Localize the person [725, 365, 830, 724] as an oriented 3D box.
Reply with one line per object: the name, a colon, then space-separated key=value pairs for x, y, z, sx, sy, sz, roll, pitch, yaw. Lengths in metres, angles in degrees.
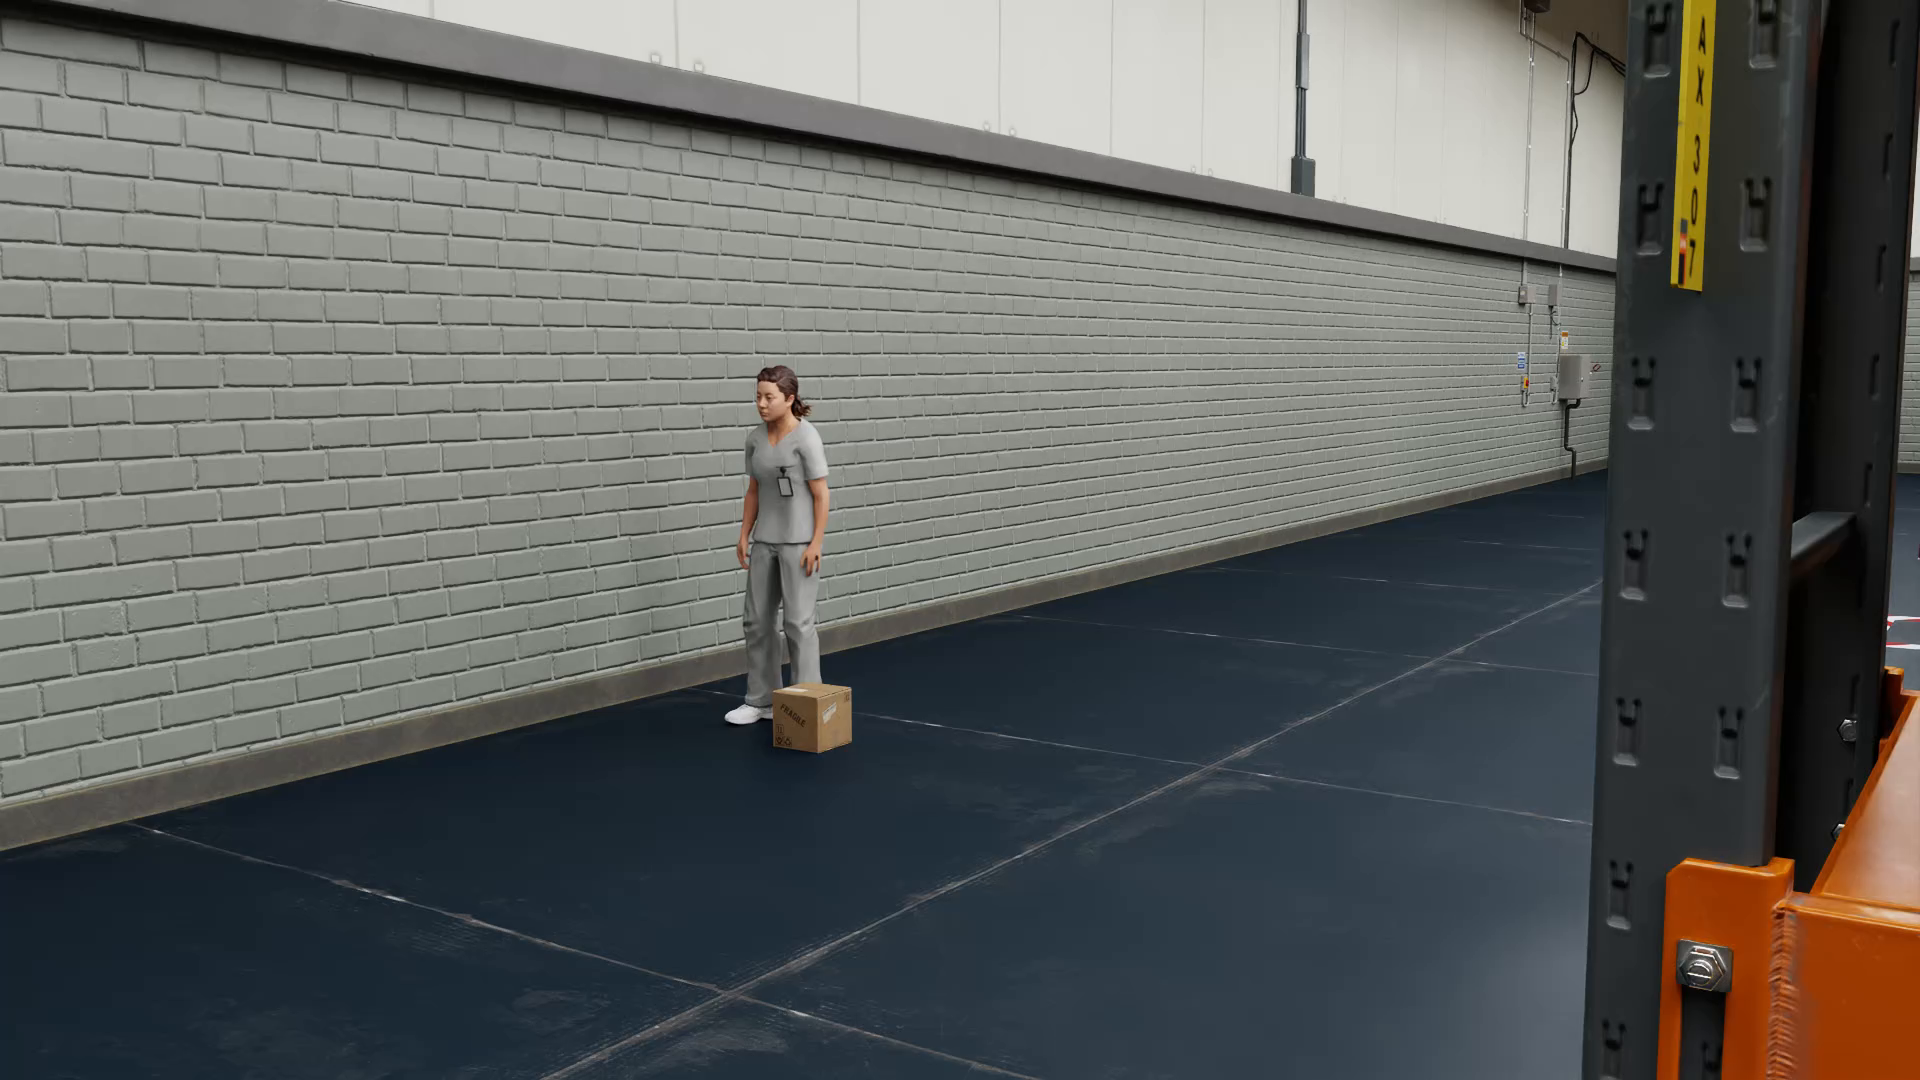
person: x=-0.817 y=0.032 z=7.678 sx=0.488 sy=1.673 sz=0.355 roll=4 pitch=8 yaw=34
